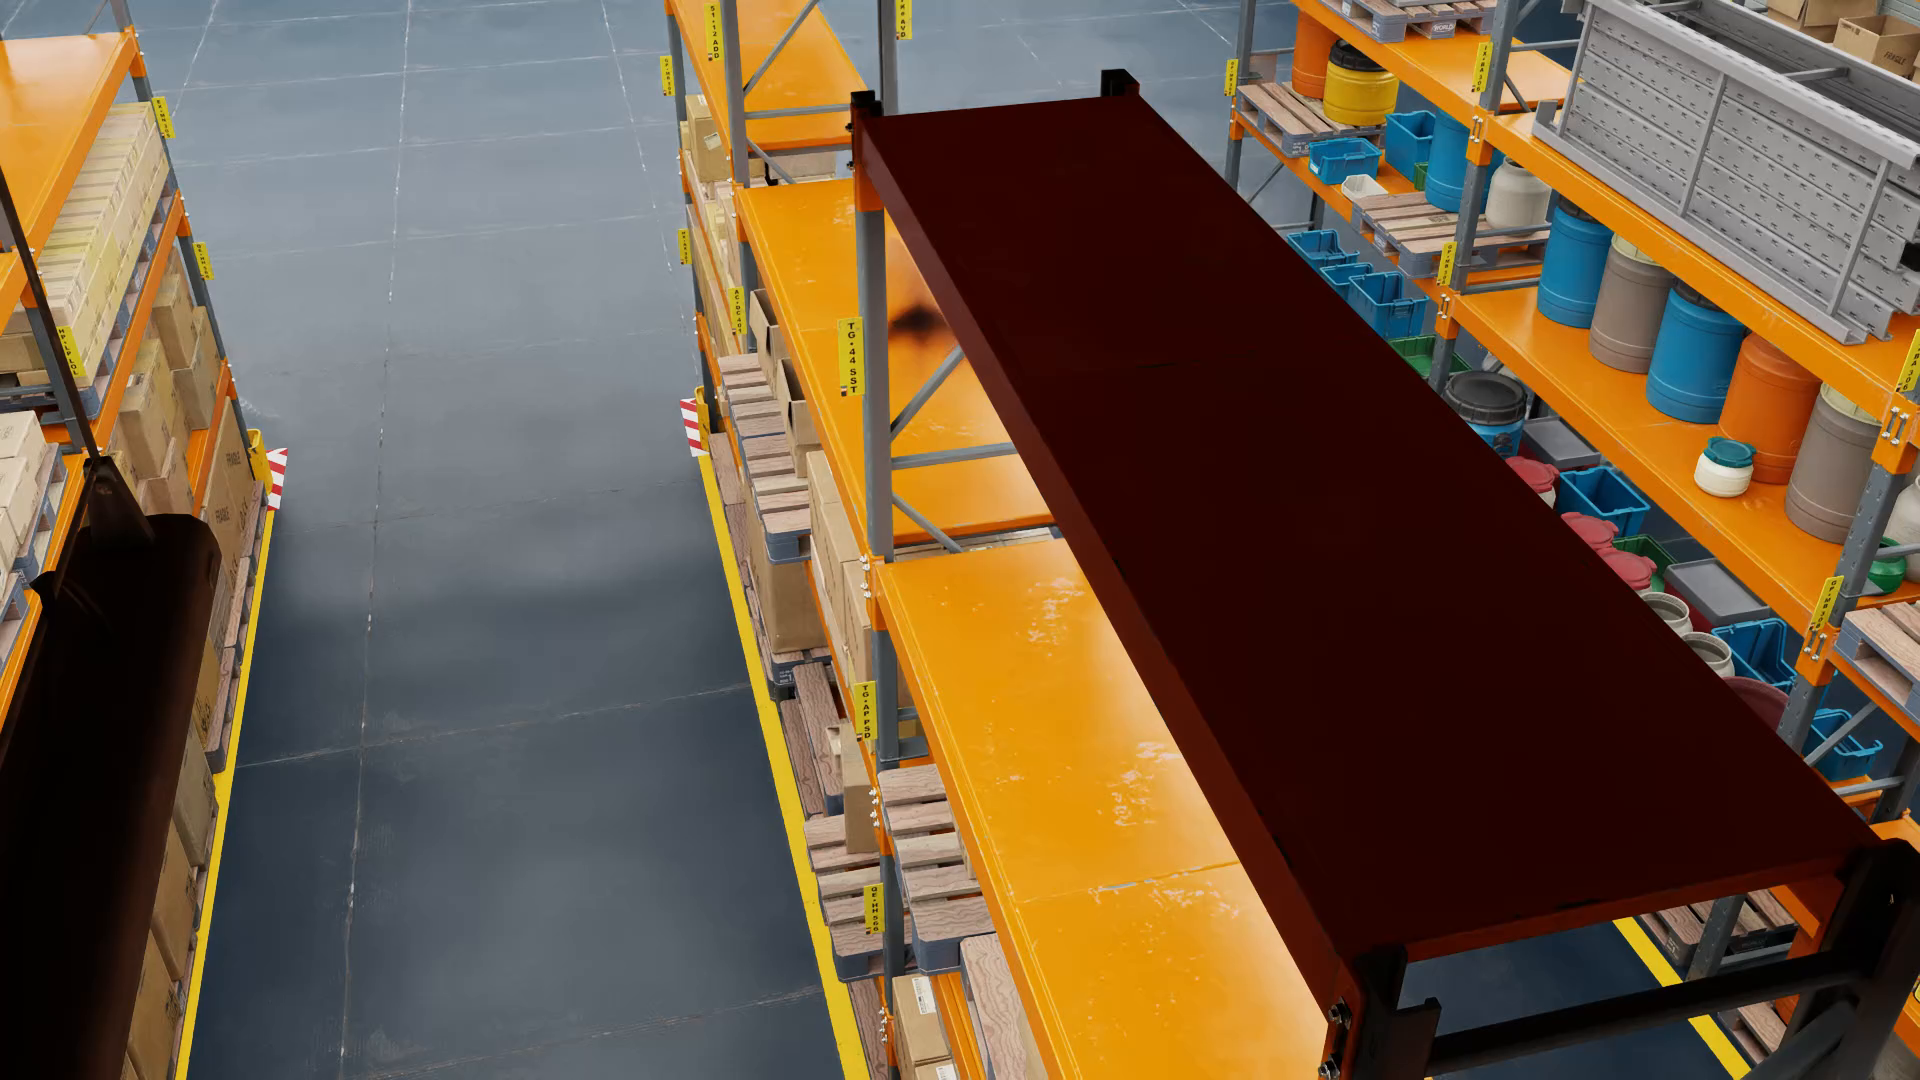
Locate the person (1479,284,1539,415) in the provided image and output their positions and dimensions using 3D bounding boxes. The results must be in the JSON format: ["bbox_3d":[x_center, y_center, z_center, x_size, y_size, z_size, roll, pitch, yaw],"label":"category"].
[{"bbox_3d":[5.079,-1.613,15.115,0.712,1.534,0.652,-11,36,-16],"label":"person"}]
